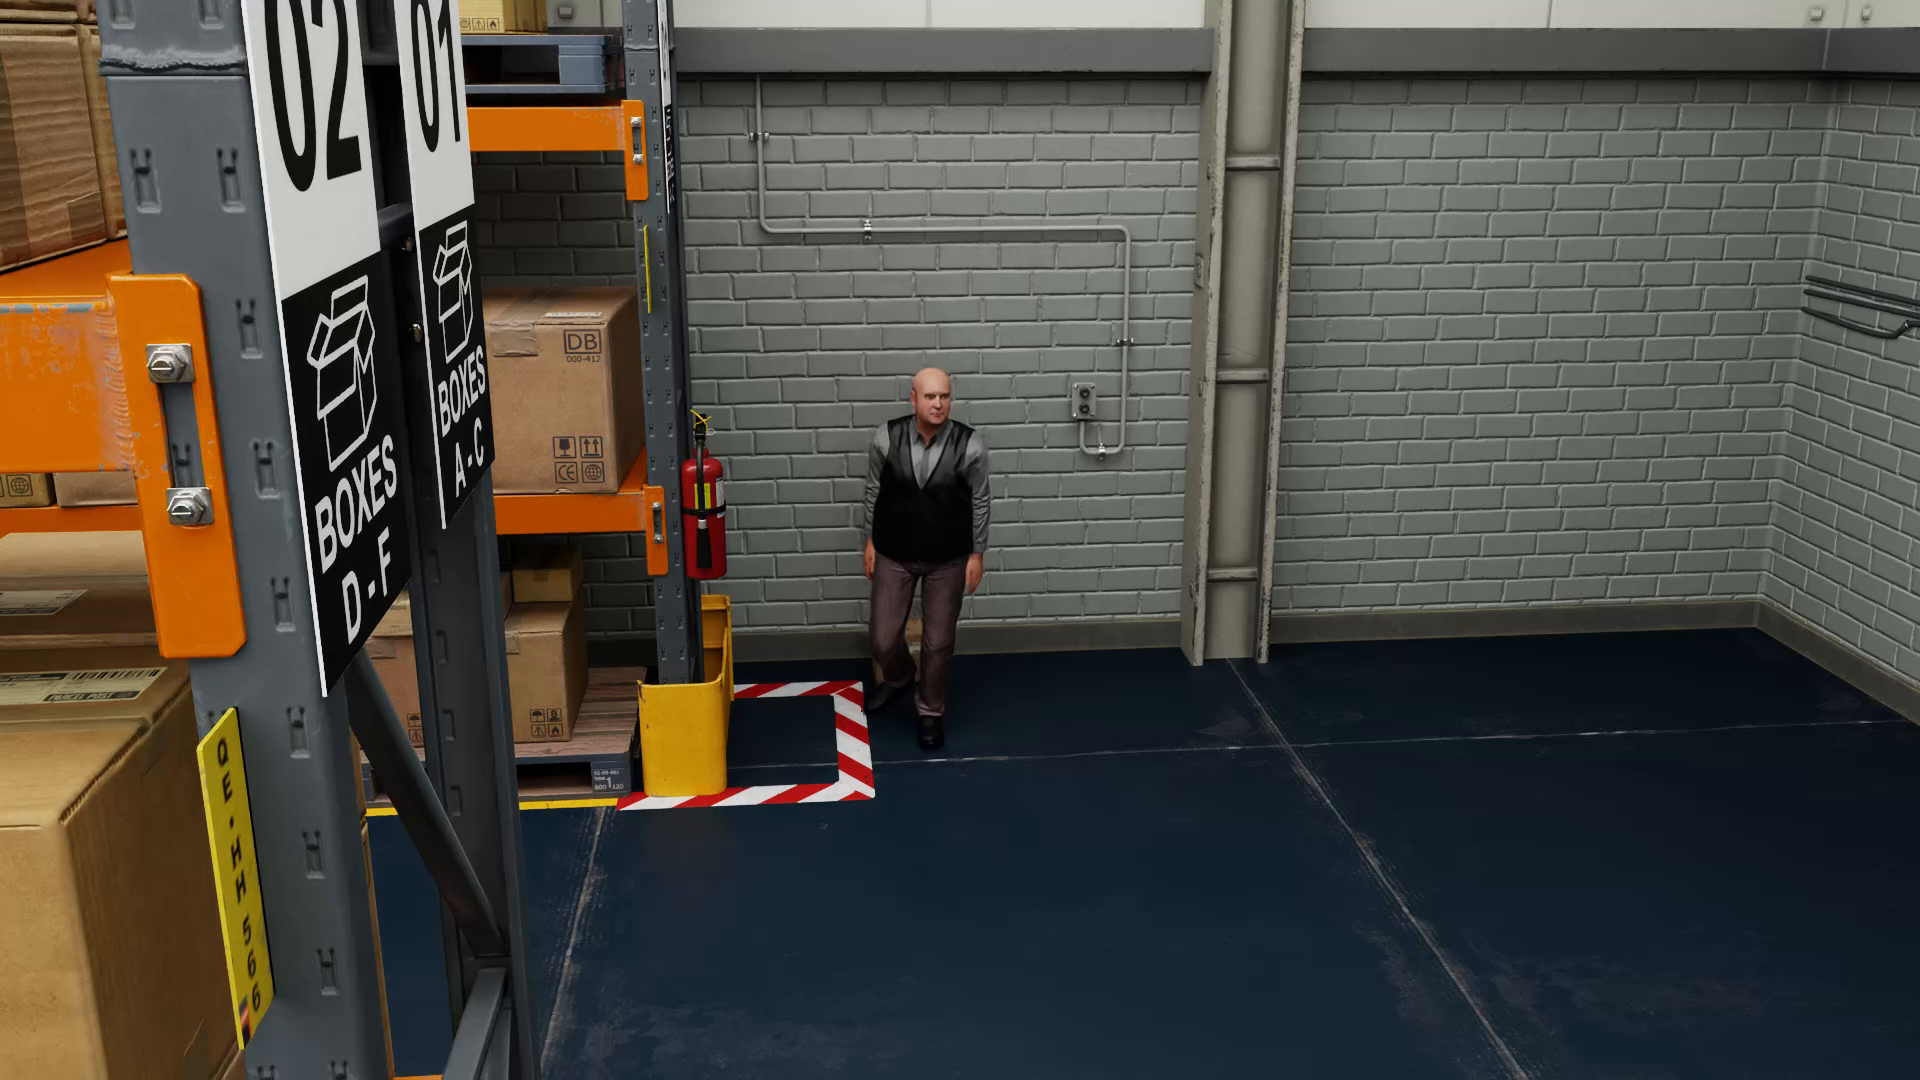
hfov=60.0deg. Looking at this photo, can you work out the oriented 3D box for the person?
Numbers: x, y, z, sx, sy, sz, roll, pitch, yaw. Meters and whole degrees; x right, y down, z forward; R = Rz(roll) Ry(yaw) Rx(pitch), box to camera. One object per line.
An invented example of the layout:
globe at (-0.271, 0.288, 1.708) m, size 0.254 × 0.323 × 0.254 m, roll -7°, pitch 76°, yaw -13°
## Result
person at (-0.155, 0.110, 7.346) m, size 0.583 × 1.619 × 0.488 m, roll 1°, pitch 17°, yaw 2°
